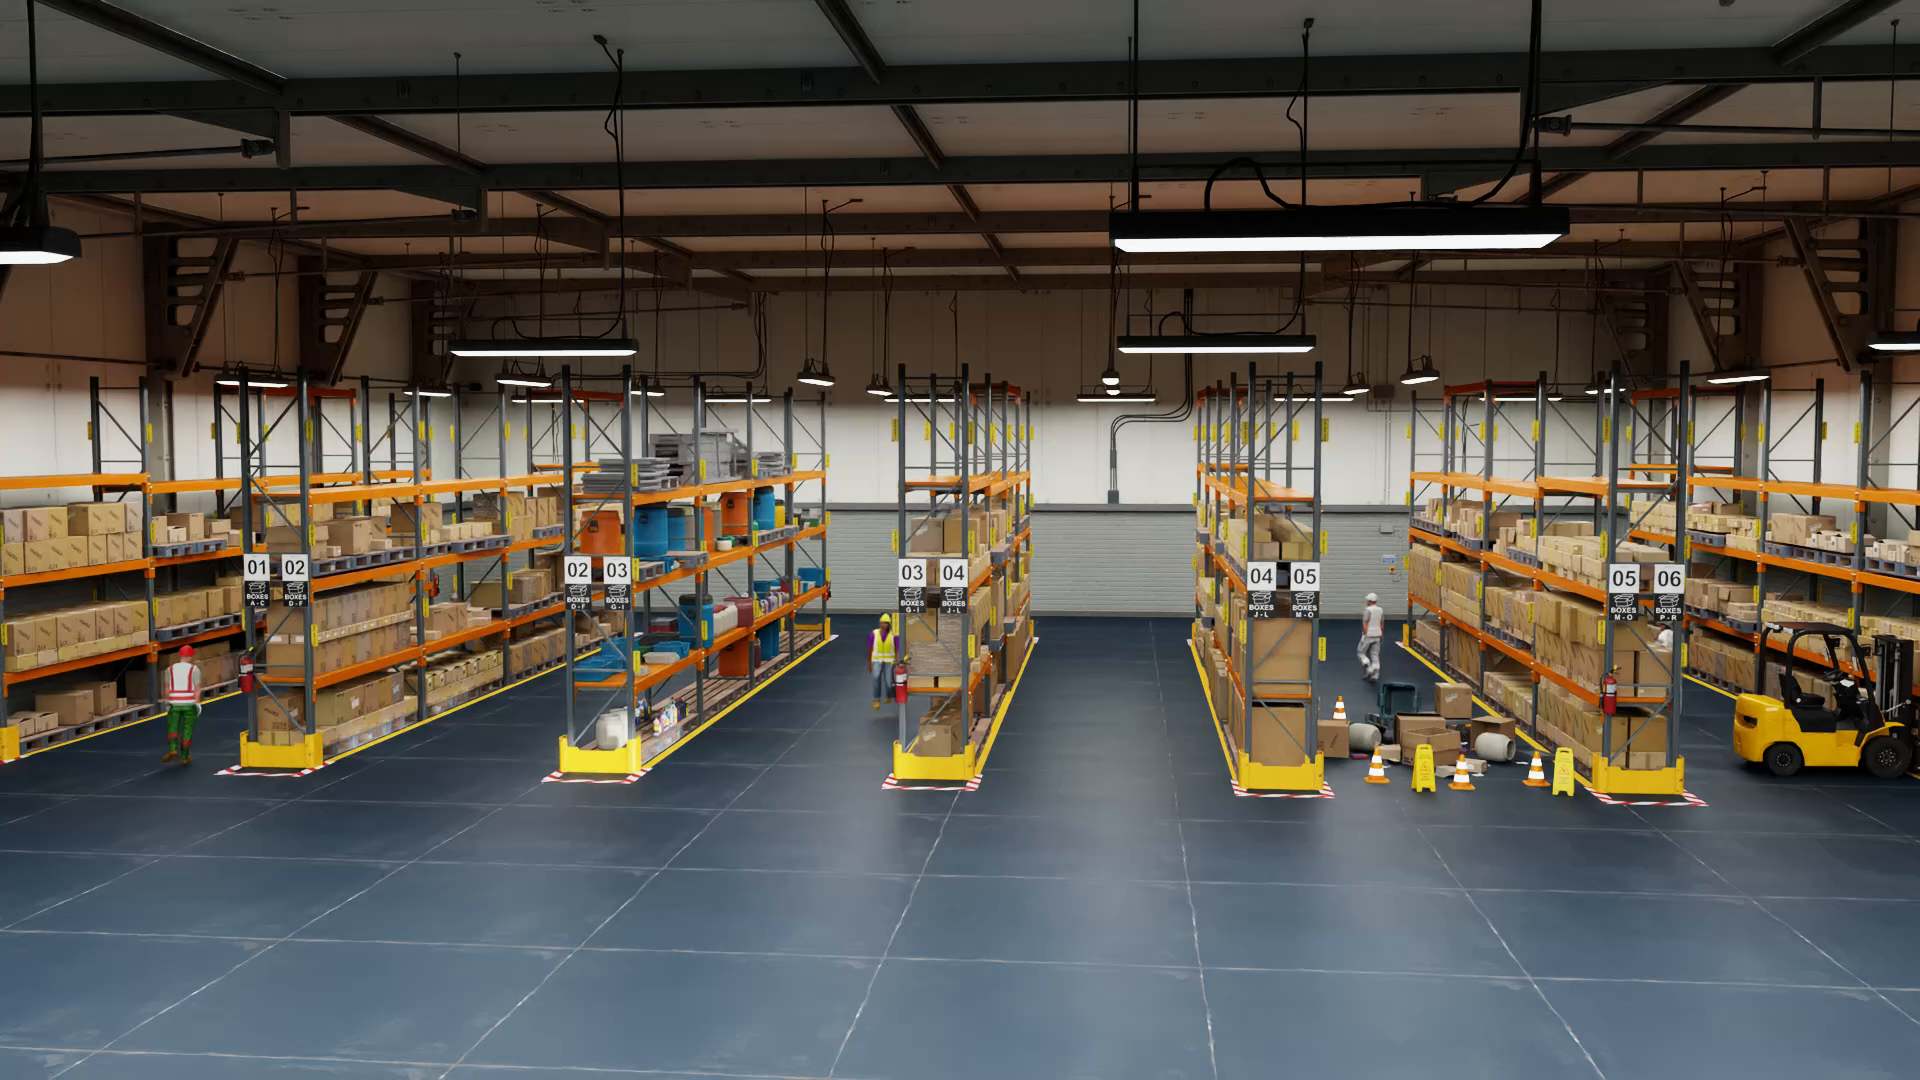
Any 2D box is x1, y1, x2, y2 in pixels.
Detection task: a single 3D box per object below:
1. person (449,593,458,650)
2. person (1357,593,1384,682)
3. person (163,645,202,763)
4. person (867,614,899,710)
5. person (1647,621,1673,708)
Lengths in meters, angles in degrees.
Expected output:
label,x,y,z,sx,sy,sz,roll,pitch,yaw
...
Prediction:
label,x,y,z,sx,sy,sz,roll,pitch,yaw
person,-10.821,1.905,35.848,0.513,1.602,0.732,1,4,15
person,8.302,1.960,33.482,0.602,1.790,0.459,-2,4,-28
person,-11.750,2.491,25.105,0.562,1.783,0.608,-1,4,-8
person,-1.323,2.109,28.996,0.595,1.606,0.680,0,4,-3
person,12.806,2.253,30.102,0.504,1.662,0.592,-1,4,-9
